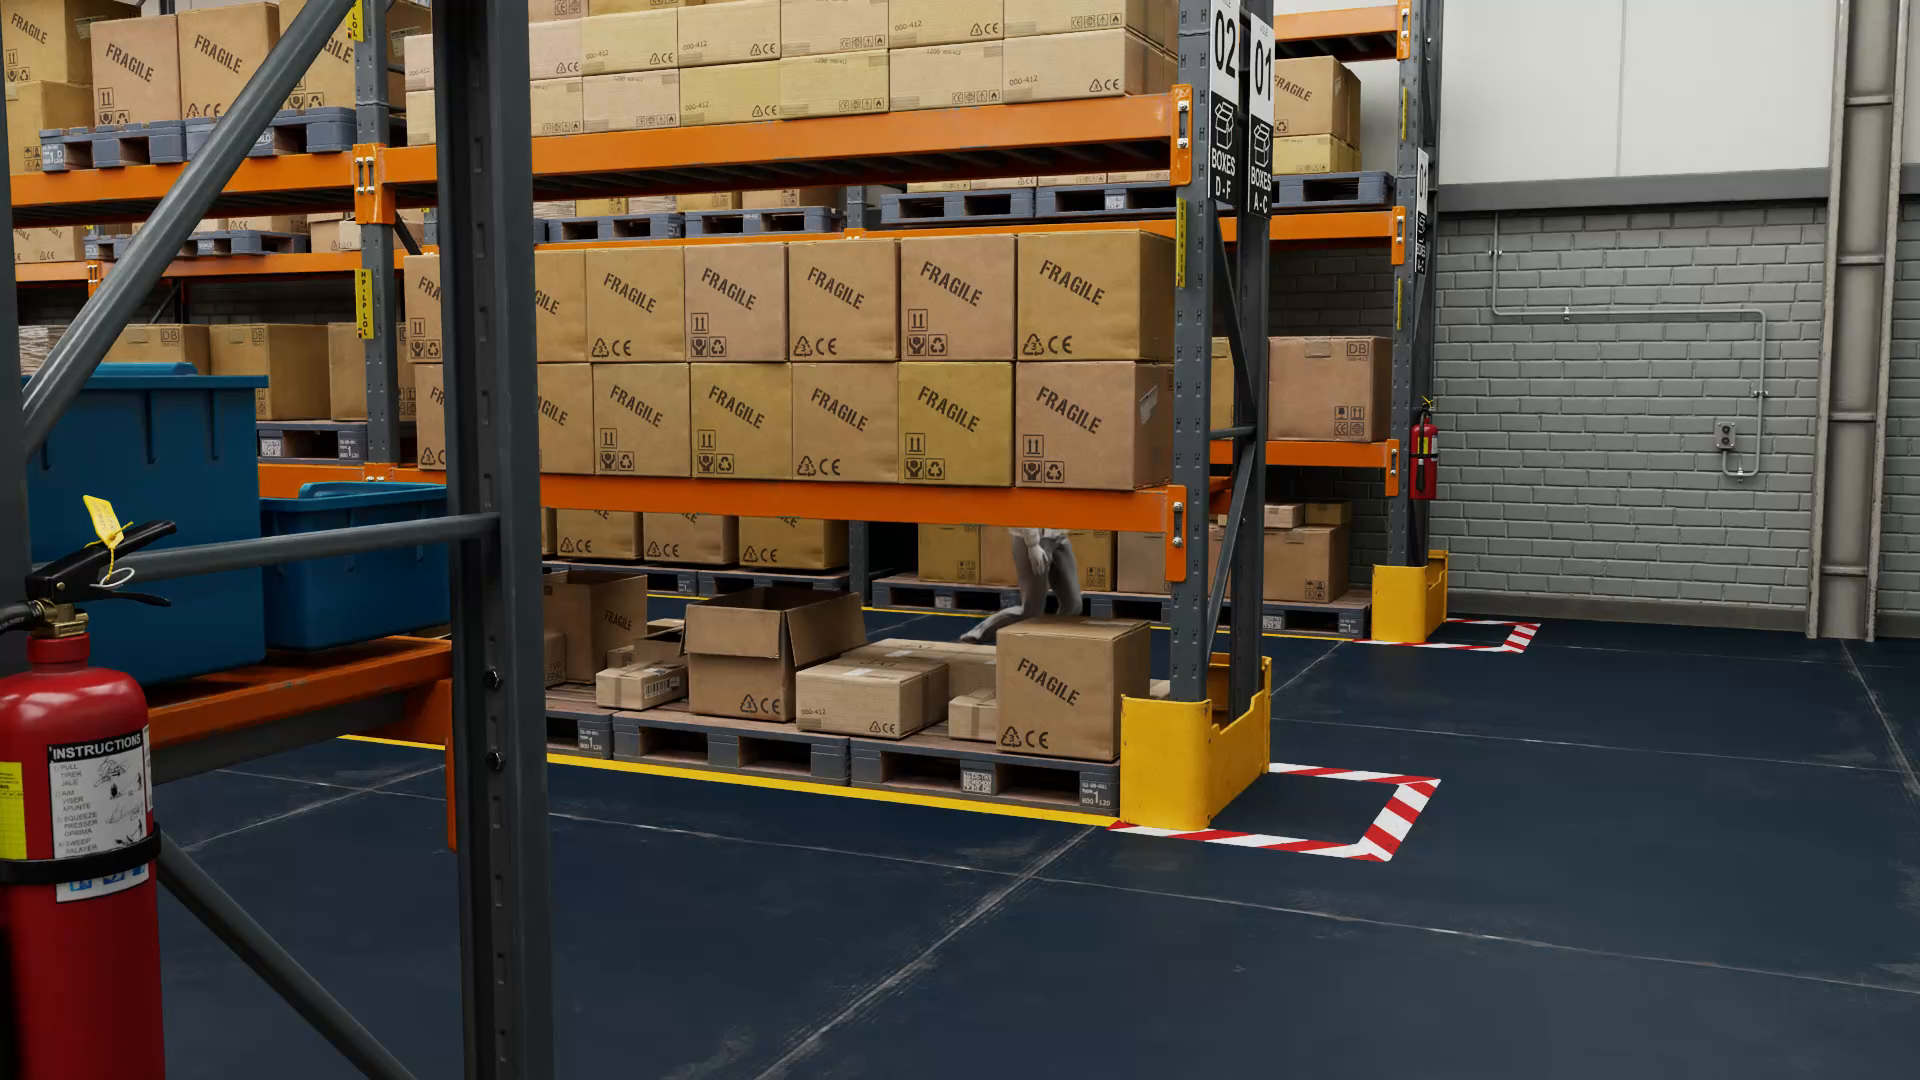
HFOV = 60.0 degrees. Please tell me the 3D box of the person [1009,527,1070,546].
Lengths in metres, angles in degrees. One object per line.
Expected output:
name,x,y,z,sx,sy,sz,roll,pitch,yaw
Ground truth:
person,0.431,-0.274,8.985,0.304,0.620,0.477,3,6,28
